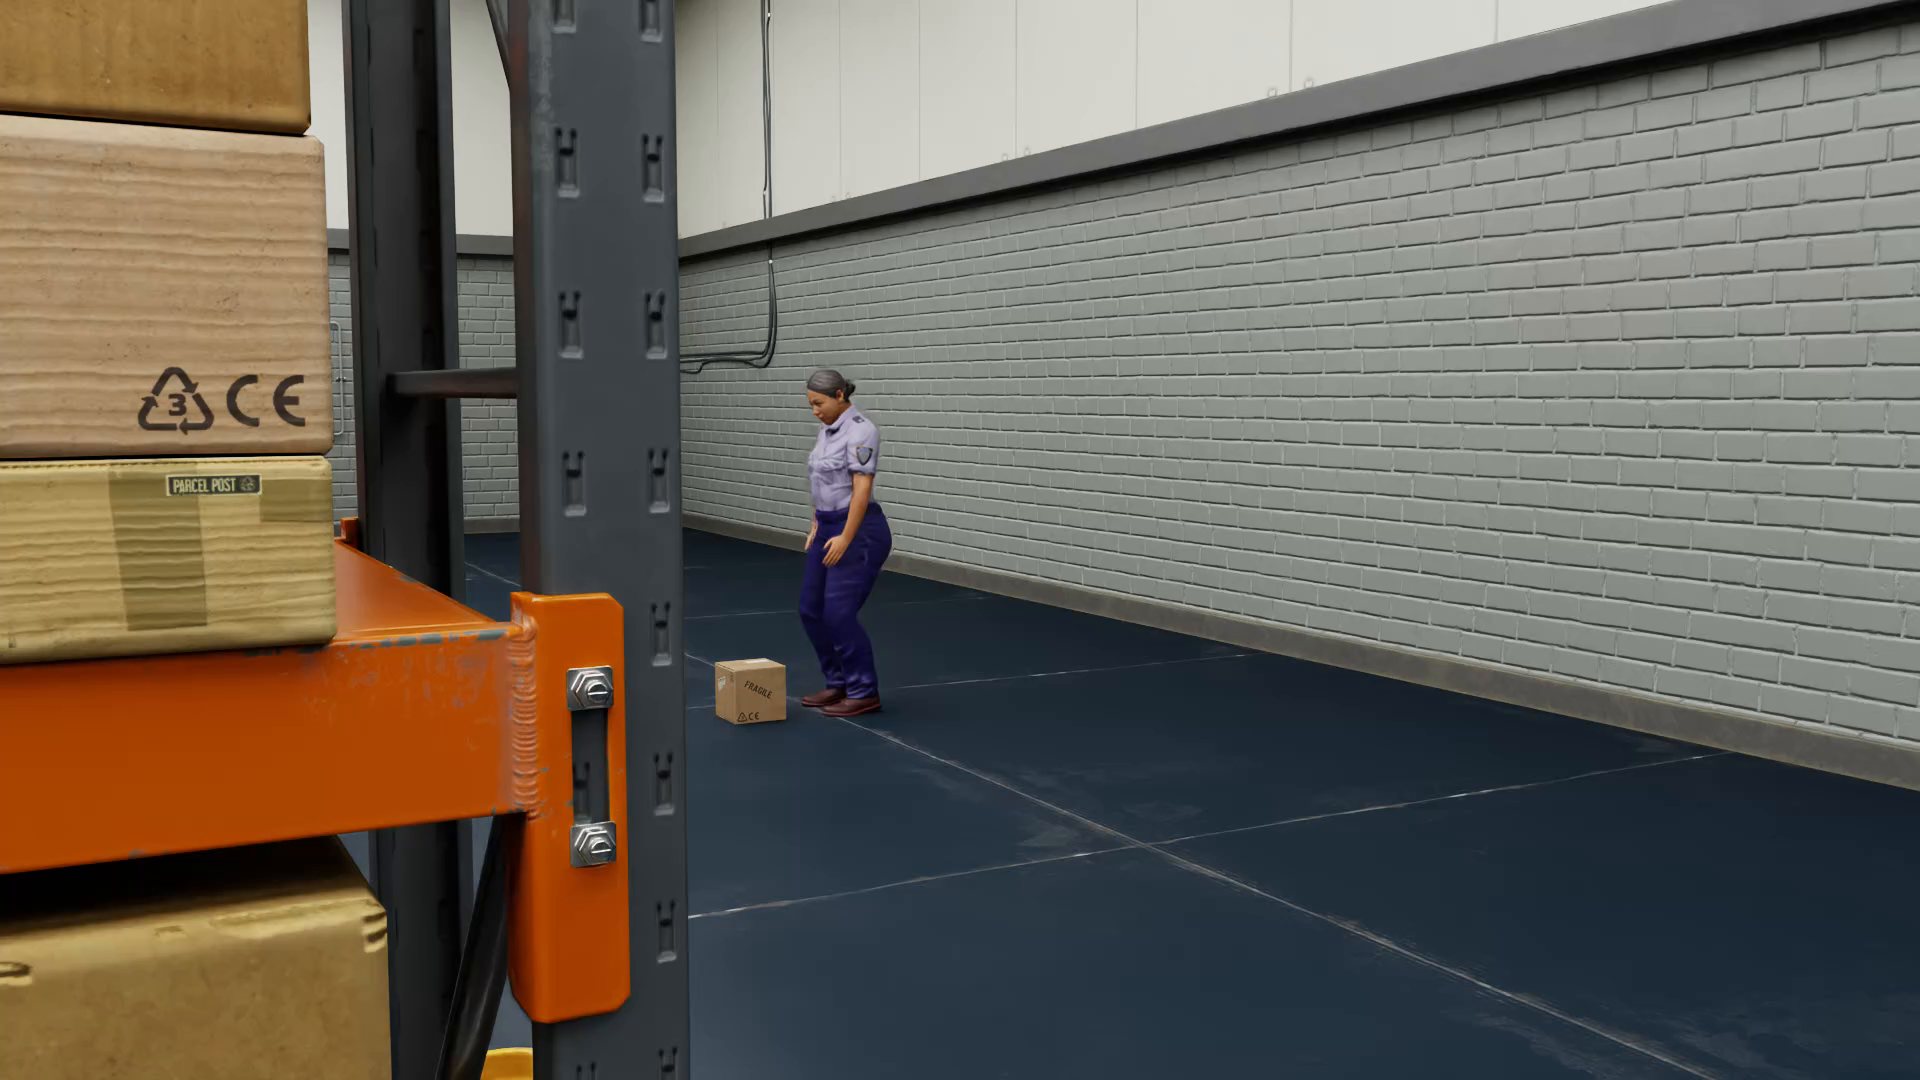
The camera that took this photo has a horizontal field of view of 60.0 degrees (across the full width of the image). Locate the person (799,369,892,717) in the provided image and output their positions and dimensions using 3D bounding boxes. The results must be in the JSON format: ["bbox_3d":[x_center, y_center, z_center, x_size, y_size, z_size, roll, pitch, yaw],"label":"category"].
[{"bbox_3d":[-0.529,0.008,7.801,0.391,1.607,0.496,-3,6,-27],"label":"person"}]
